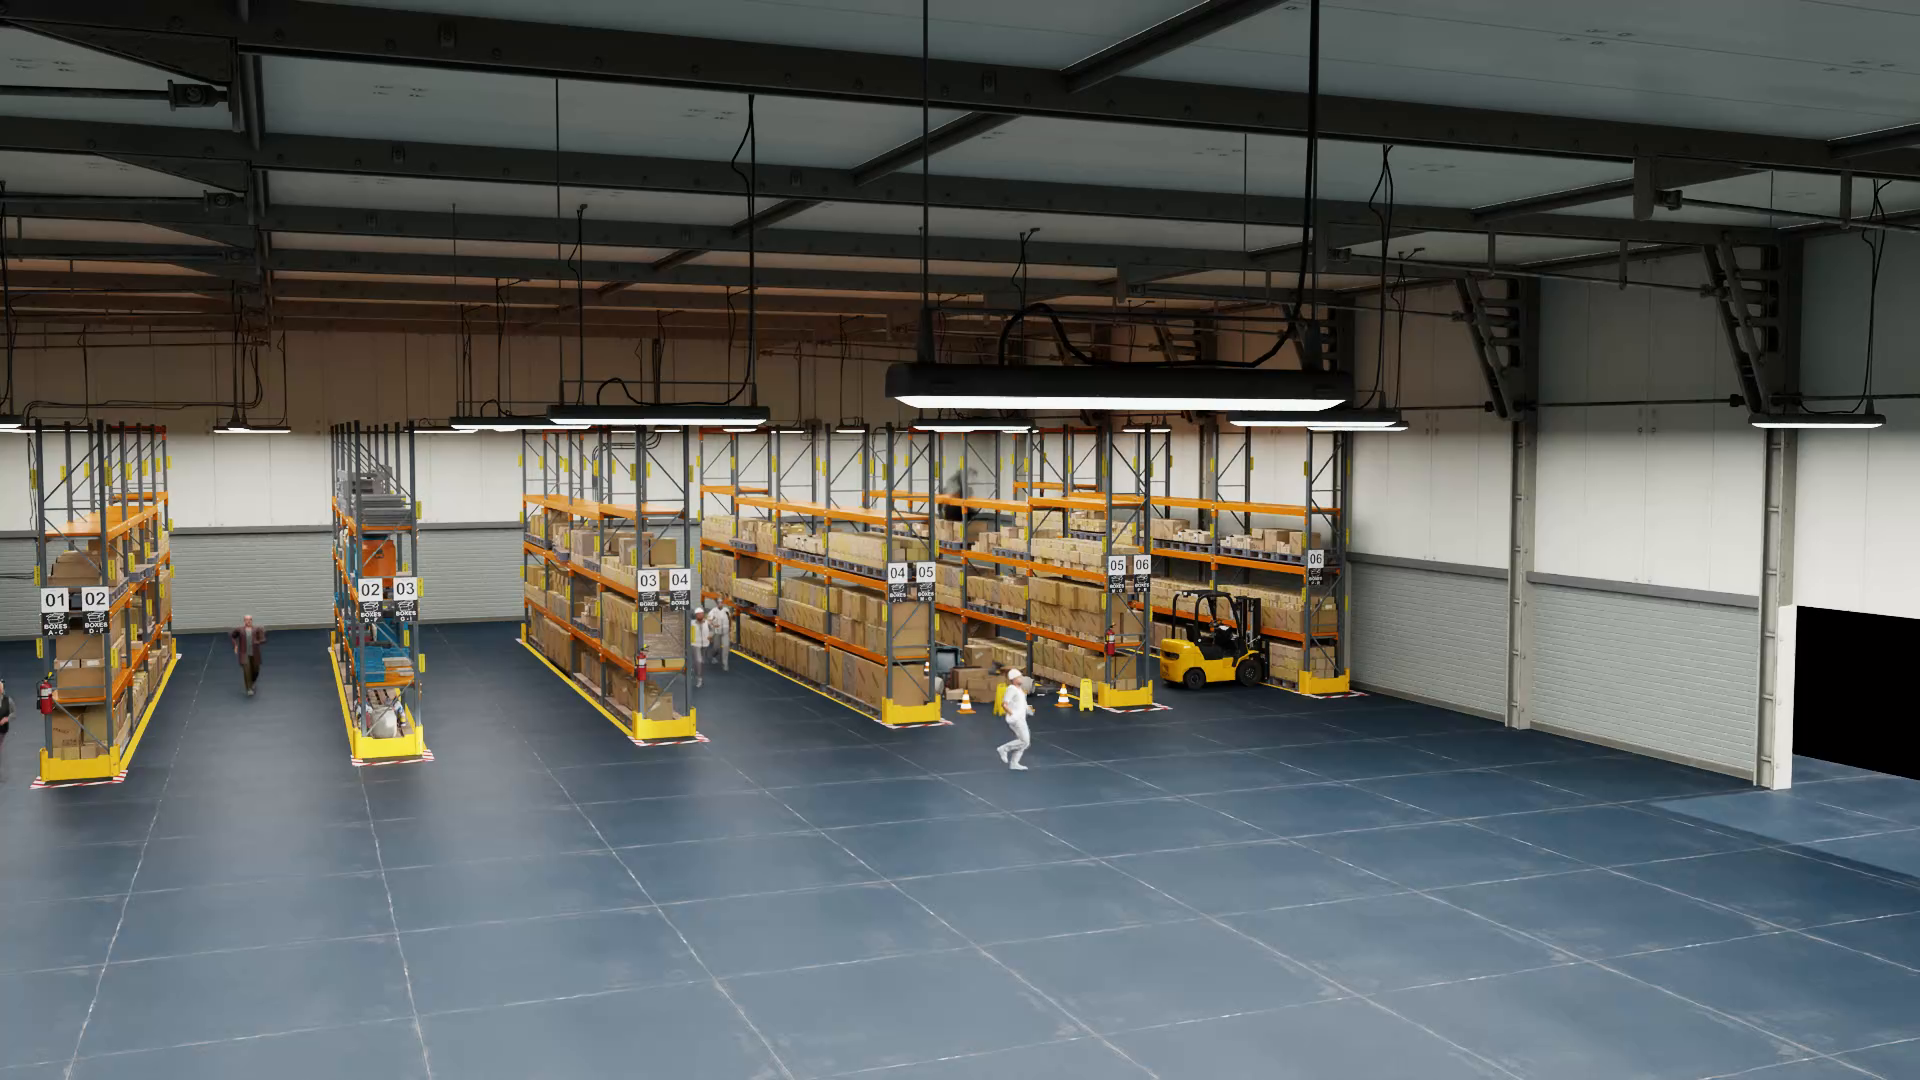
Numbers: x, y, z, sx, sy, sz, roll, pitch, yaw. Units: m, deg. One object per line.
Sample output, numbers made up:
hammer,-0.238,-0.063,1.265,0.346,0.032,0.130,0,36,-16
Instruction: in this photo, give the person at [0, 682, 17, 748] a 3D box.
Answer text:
person,-15.857,3.182,27.282,0.767,1.735,0.650,3,5,43

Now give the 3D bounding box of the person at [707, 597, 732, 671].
person,-5.892,2.285,40.882,0.674,1.794,0.981,-1,4,-22

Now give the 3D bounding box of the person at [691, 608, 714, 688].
person,-5.969,2.444,38.187,0.656,1.809,0.837,-2,4,-26

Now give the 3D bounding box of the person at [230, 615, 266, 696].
person,-15.724,2.531,36.774,0.715,1.754,1.021,-2,4,-31

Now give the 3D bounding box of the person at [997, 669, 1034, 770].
person,0.953,3.076,28.494,0.599,1.733,0.686,1,4,11
